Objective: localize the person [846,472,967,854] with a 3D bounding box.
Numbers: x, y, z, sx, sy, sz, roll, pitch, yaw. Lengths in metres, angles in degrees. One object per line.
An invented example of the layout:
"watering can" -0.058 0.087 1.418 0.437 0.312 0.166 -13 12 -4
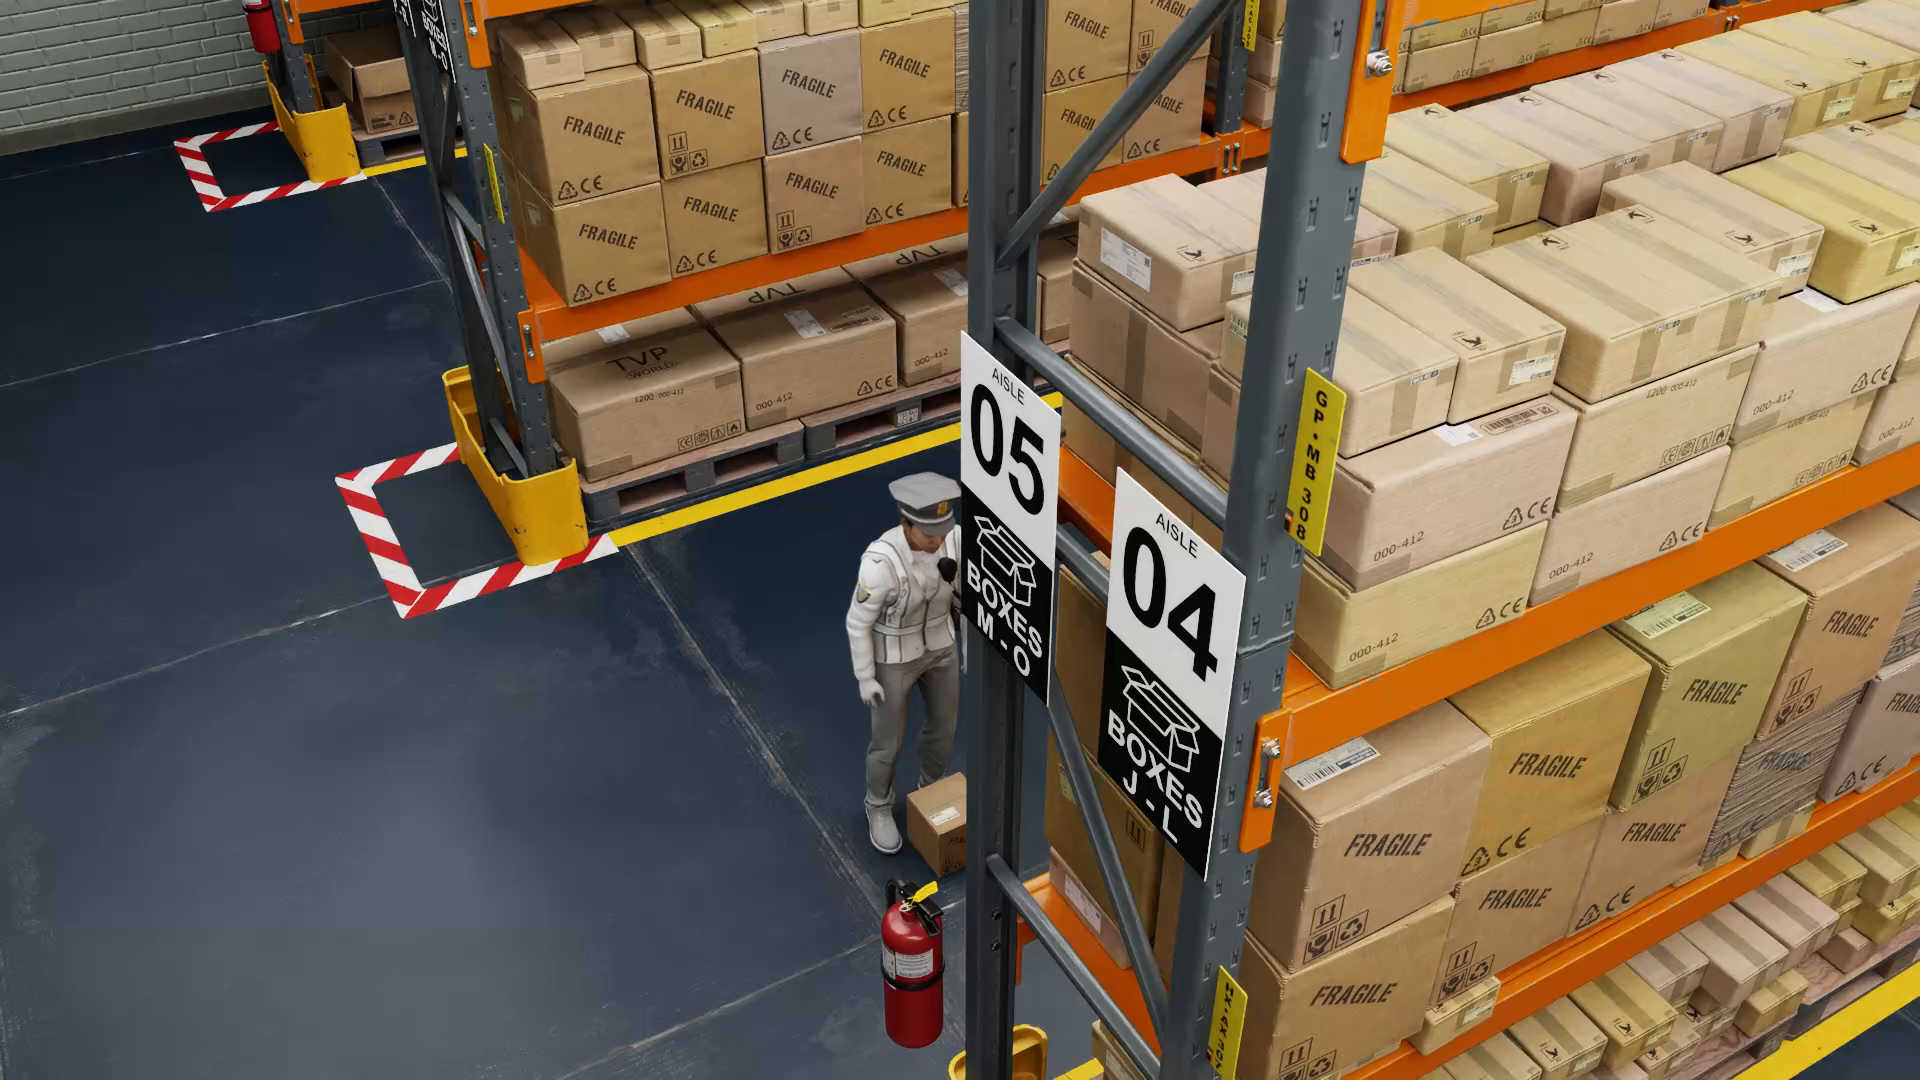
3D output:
"person" -0.166 0.445 6.333 0.531 1.663 0.378 -20 41 -24
